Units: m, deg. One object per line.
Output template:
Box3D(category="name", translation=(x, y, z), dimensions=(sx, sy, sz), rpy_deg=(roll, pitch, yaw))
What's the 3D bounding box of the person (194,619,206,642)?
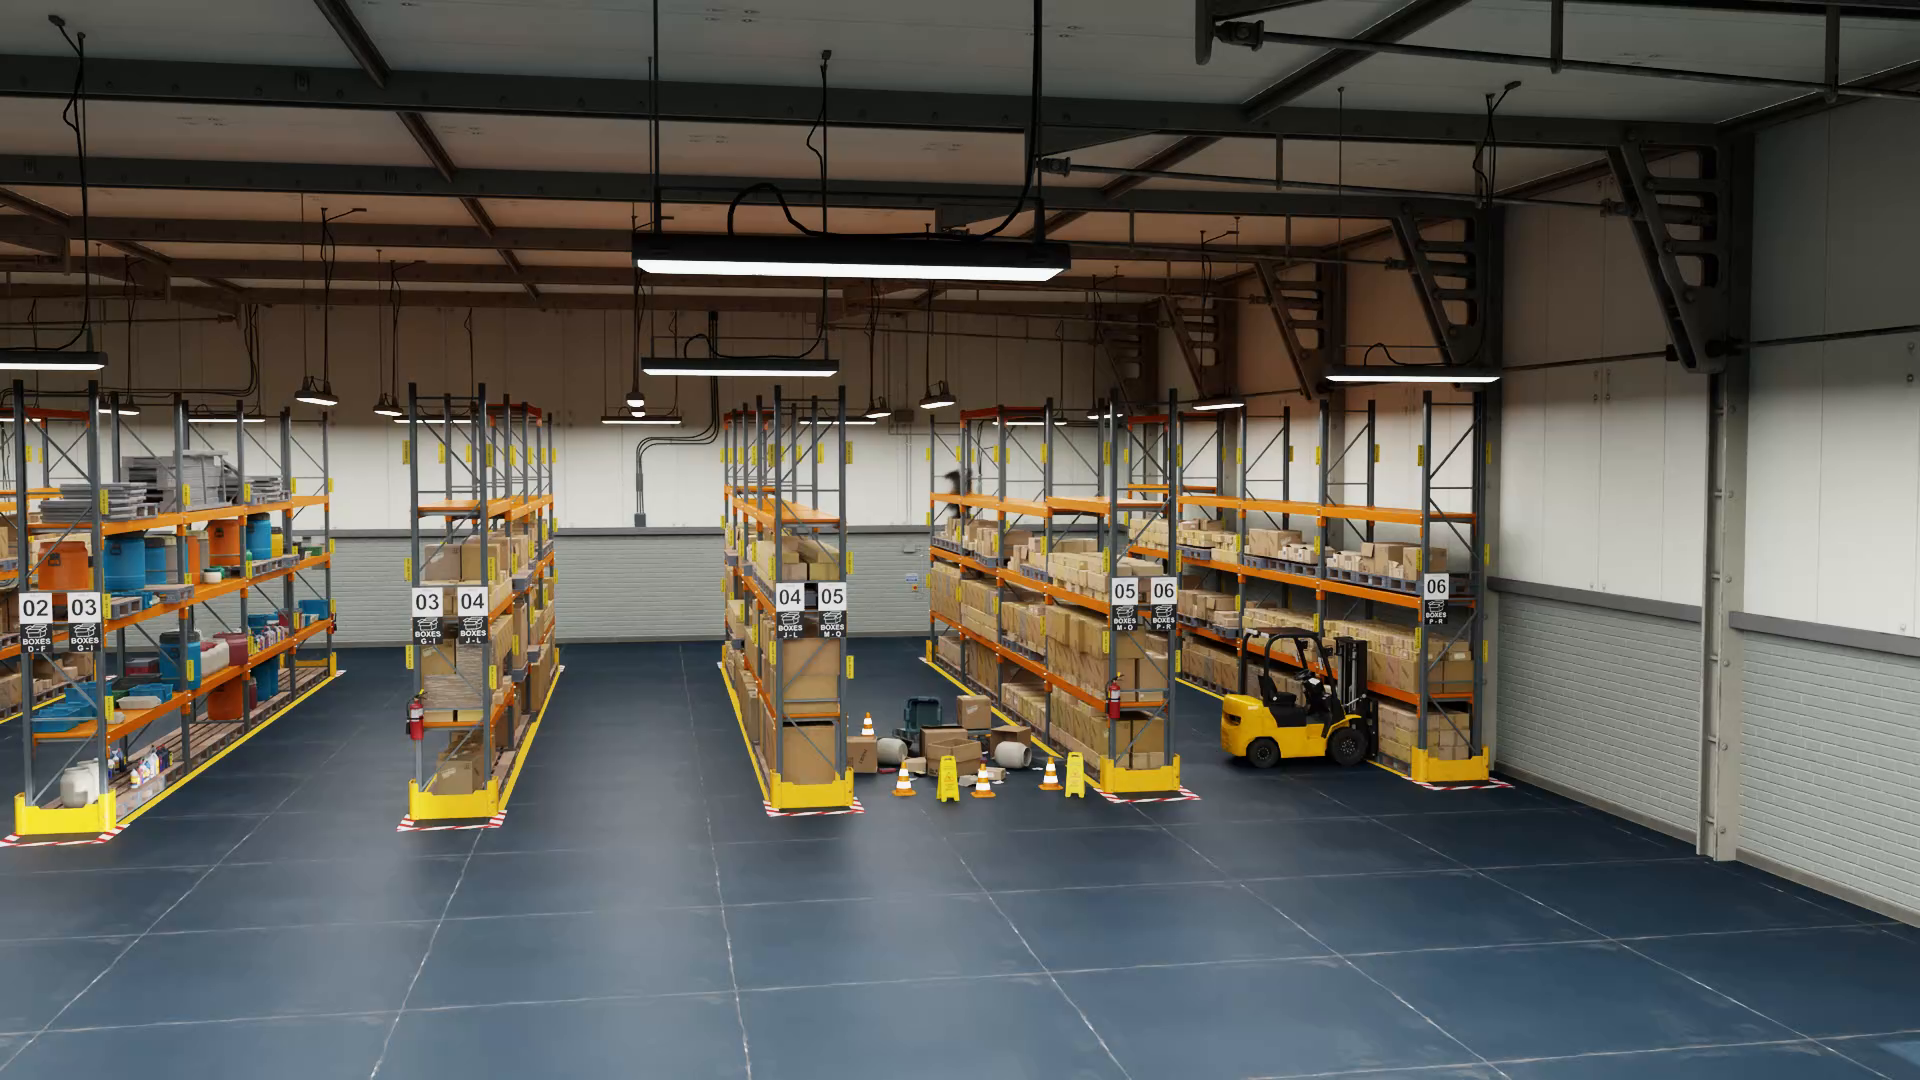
Box3D(category="person", translation=(-16.199, 2.457, 35.142), dimensions=(0.789, 1.639, 0.612), rpy_deg=(3, 4, 42))
